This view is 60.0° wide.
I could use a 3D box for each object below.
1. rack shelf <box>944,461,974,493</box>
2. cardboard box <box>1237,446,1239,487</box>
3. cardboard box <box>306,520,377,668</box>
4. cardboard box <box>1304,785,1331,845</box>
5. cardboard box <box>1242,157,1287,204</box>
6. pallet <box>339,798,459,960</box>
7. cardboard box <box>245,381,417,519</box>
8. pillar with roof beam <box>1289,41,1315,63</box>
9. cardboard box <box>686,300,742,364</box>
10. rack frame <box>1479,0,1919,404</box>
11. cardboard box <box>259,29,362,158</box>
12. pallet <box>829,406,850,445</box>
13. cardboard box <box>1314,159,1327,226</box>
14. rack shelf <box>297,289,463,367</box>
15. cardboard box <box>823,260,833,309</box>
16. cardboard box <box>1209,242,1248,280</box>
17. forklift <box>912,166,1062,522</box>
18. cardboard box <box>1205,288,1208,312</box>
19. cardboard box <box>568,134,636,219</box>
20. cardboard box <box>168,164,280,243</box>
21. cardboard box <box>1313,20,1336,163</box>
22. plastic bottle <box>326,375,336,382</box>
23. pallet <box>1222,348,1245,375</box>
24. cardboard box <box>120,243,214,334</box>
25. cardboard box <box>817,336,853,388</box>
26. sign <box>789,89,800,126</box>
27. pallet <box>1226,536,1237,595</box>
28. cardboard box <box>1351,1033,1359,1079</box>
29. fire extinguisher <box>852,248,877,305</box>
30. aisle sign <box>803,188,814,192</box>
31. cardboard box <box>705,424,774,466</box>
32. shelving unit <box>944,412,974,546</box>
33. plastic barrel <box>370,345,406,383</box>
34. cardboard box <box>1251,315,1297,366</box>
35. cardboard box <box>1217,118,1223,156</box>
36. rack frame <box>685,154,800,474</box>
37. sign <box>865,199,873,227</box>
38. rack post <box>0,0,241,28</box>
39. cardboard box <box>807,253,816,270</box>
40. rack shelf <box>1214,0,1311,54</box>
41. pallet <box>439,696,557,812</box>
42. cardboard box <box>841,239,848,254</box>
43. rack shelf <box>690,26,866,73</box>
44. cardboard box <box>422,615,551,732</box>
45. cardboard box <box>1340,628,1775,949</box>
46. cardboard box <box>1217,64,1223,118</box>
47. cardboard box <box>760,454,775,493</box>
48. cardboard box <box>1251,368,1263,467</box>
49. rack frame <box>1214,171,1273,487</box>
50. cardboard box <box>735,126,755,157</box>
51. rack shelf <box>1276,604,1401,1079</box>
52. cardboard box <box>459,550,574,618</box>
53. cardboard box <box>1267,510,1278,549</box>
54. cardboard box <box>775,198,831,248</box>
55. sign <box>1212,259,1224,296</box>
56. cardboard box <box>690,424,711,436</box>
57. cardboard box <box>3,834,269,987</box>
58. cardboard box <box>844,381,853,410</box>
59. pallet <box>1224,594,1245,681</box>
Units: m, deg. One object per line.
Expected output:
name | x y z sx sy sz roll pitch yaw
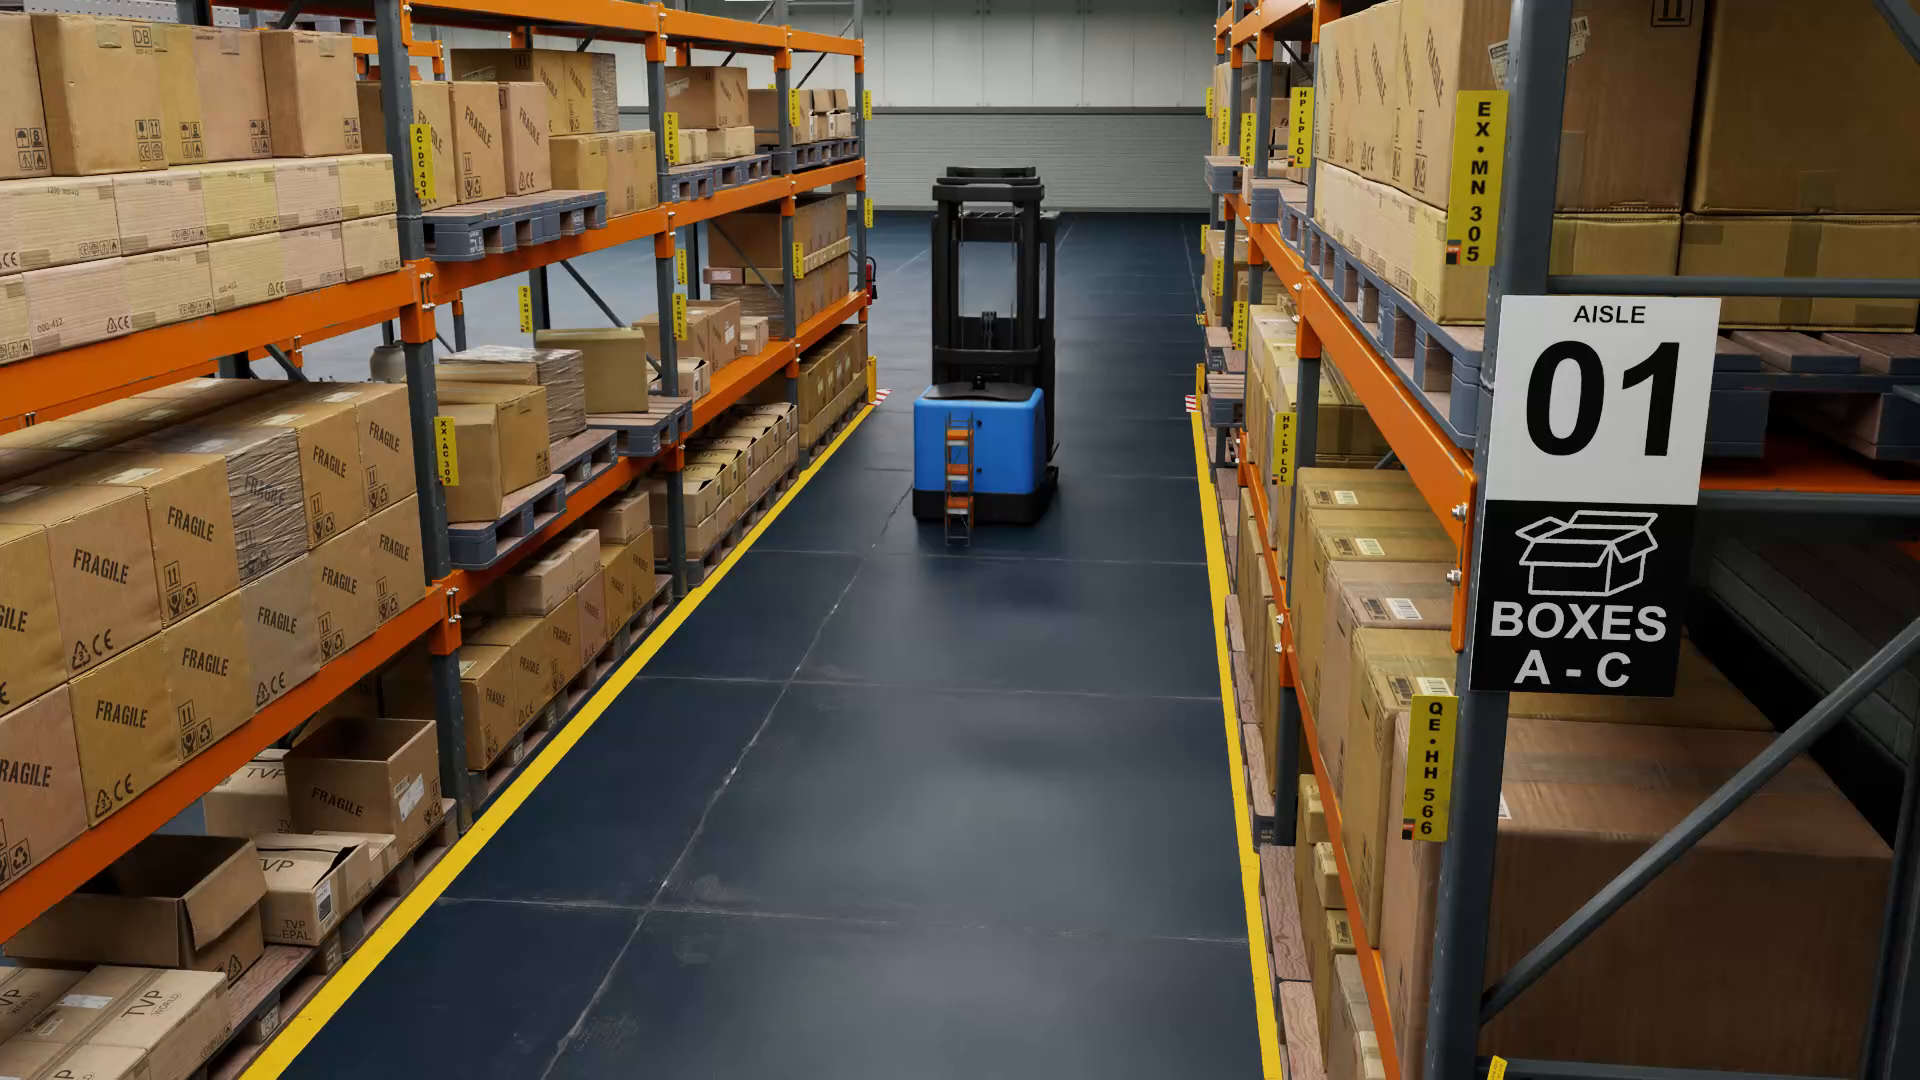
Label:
rack shelf | -0.006 -0.483 13.476 0.215 0.259 0.240 2 15 6
cardboard box | 2.810 -0.755 14.655 0.700 0.500 0.500 2 15 8
cardboard box | -2.807 0.212 6.941 0.500 0.500 0.500 2 15 8
cardboard box | 1.567 1.099 6.592 0.380 0.149 0.250 2 15 8
cardboard box | 2.238 -2.513 11.594 0.500 0.311 0.500 2 15 6
pallet | -3.028 1.513 7.662 1.003 0.211 1.213 2 15 6
cardboard box | -2.749 -0.403 7.300 0.500 0.500 0.500 2 15 7
pillar with roof beam | 0.507 -7.350 23.606 9.100 9.000 0.400 2 15 6
cardboard box | -2.209 -1.799 14.376 0.500 0.500 0.500 3 15 10
rack frame | 1.522 -1.725 2.801 1.000 3.000 0.127 2 15 6
cardboard box | -2.966 -1.863 6.951 0.700 0.500 0.500 2 15 6
pallet | -1.780 -1.262 17.925 1.003 0.211 1.213 2 15 6
cardboard box | 1.633 -1.321 6.346 0.500 0.250 0.500 2 15 6
rack shelf | -6.742 -2.404 18.185 1.077 0.370 4.000 2 15 6
cardboard box | -1.777 -2.786 18.027 0.700 0.500 0.500 2 15 7
cardboard box | 2.798 -2.767 16.960 0.500 0.500 0.500 2 15 8
forklift | 0.329 -1.905 15.092 1.130 2.935 3.031 2 15 8
cardboard box | 2.849 -2.531 17.526 0.500 0.250 0.500 1 15 5
cardboard box | -2.571 -2.298 10.477 0.910 0.500 0.500 2 15 6
cardboard box | -2.853 -1.235 6.065 0.500 0.250 0.500 2 15 6
cardboard box | 1.614 -1.678 6.229 0.500 0.500 0.500 2 15 6
plastic bottle | -7.031 -1.704 18.603 0.097 0.271 0.097 0 15 0
pallet | 2.607 -1.326 13.185 1.003 0.211 1.213 2 15 6
cardboard box | -2.916 -0.864 5.651 0.500 0.250 0.500 2 15 6
cardboard box | -1.458 -1.953 18.165 0.500 0.500 0.500 2 15 6
sign | -1.506 -3.922 15.080 0.100 0.325 0.005 2 15 6
pallet | 2.514 0.240 12.370 1.003 0.211 1.213 2 15 6
cardboard box | 1.558 1.861 5.017 0.700 0.500 0.500 2 15 6
fire extinguisher | -1.120 -3.103 19.539 0.296 0.674 0.183 2 15 6
aisle sign | -1.892 -4.404 19.223 0.394 0.787 0.004 2 15 6
cardboard box | -1.918 -0.854 14.463 0.500 0.311 0.500 2 15 6
shelving unit | -0.006 -0.493 13.474 0.215 1.050 0.252 2 15 6
plastic barrel | -6.571 -1.969 19.159 0.421 0.512 0.421 0 15 0
cardboard box | 2.057 -1.217 10.182 0.500 0.250 0.500 1 15 5
cardboard box | 2.782 -3.861 16.217 0.500 0.500 0.500 1 15 4
rack frame | -2.046 -2.086 15.630 1.000 3.000 0.127 2 15 6
sign | -1.057 -3.777 19.212 0.100 0.325 0.005 2 15 6
rack post | -7.104 -4.712 13.465 1.013 1.000 3.121 2 15 6
cardboard box | -1.682 -2.846 17.005 0.380 0.149 0.250 1 15 5
rack shelf | 3.102 -5.007 16.323 1.077 0.370 4.000 2 15 6
pallet | -2.895 1.123 9.105 1.003 0.211 1.213 2 15 6
cardboard box | -1.477 -3.312 18.730 0.380 0.149 0.250 2 15 8
rack shelf | -1.821 -4.960 16.911 1.077 0.370 4.000 2 15 6
cardboard box | -2.603 0.726 9.175 0.500 0.500 0.500 2 15 7
cardboard box | 1.641 0.705 4.734 0.980 0.700 0.700 2 15 6
cardboard box | 2.763 -4.346 16.095 0.500 0.500 0.500 1 15 4
cardboard box | -1.921 -0.581 14.529 0.500 0.250 0.500 2 15 8
cardboard box | 1.990 -0.722 9.787 0.500 0.500 0.500 2 15 6
rack frame | 2.876 -1.941 15.094 1.000 3.000 0.127 2 15 6
cardboard box | -2.125 -3.505 14.613 0.500 0.250 0.500 3 15 12
rack shelf | 1.748 1.000 5.596 1.077 0.370 4.000 2 15 6
cardboard box | -2.540 0.244 9.524 0.500 0.250 0.500 2 15 6
cardboard box | 1.781 -0.053 8.554 0.380 0.149 0.250 2 15 6
cardboard box | -1.776 -3.396 17.798 0.700 0.500 0.500 2 15 6
sign | 2.336 -2.373 15.032 0.100 0.325 0.005 2 15 6
cardboard box | -2.459 -0.868 14.515 0.500 0.311 0.500 1 15 4
cardboard box | -3.156 1.469 6.422 0.797 0.503 0.637 2 15 6
cardboard box | -1.461 -1.591 18.263 0.500 0.250 0.500 2 15 6
pallet | 2.261 0.645 10.873 1.003 0.211 1.213 2 15 6
